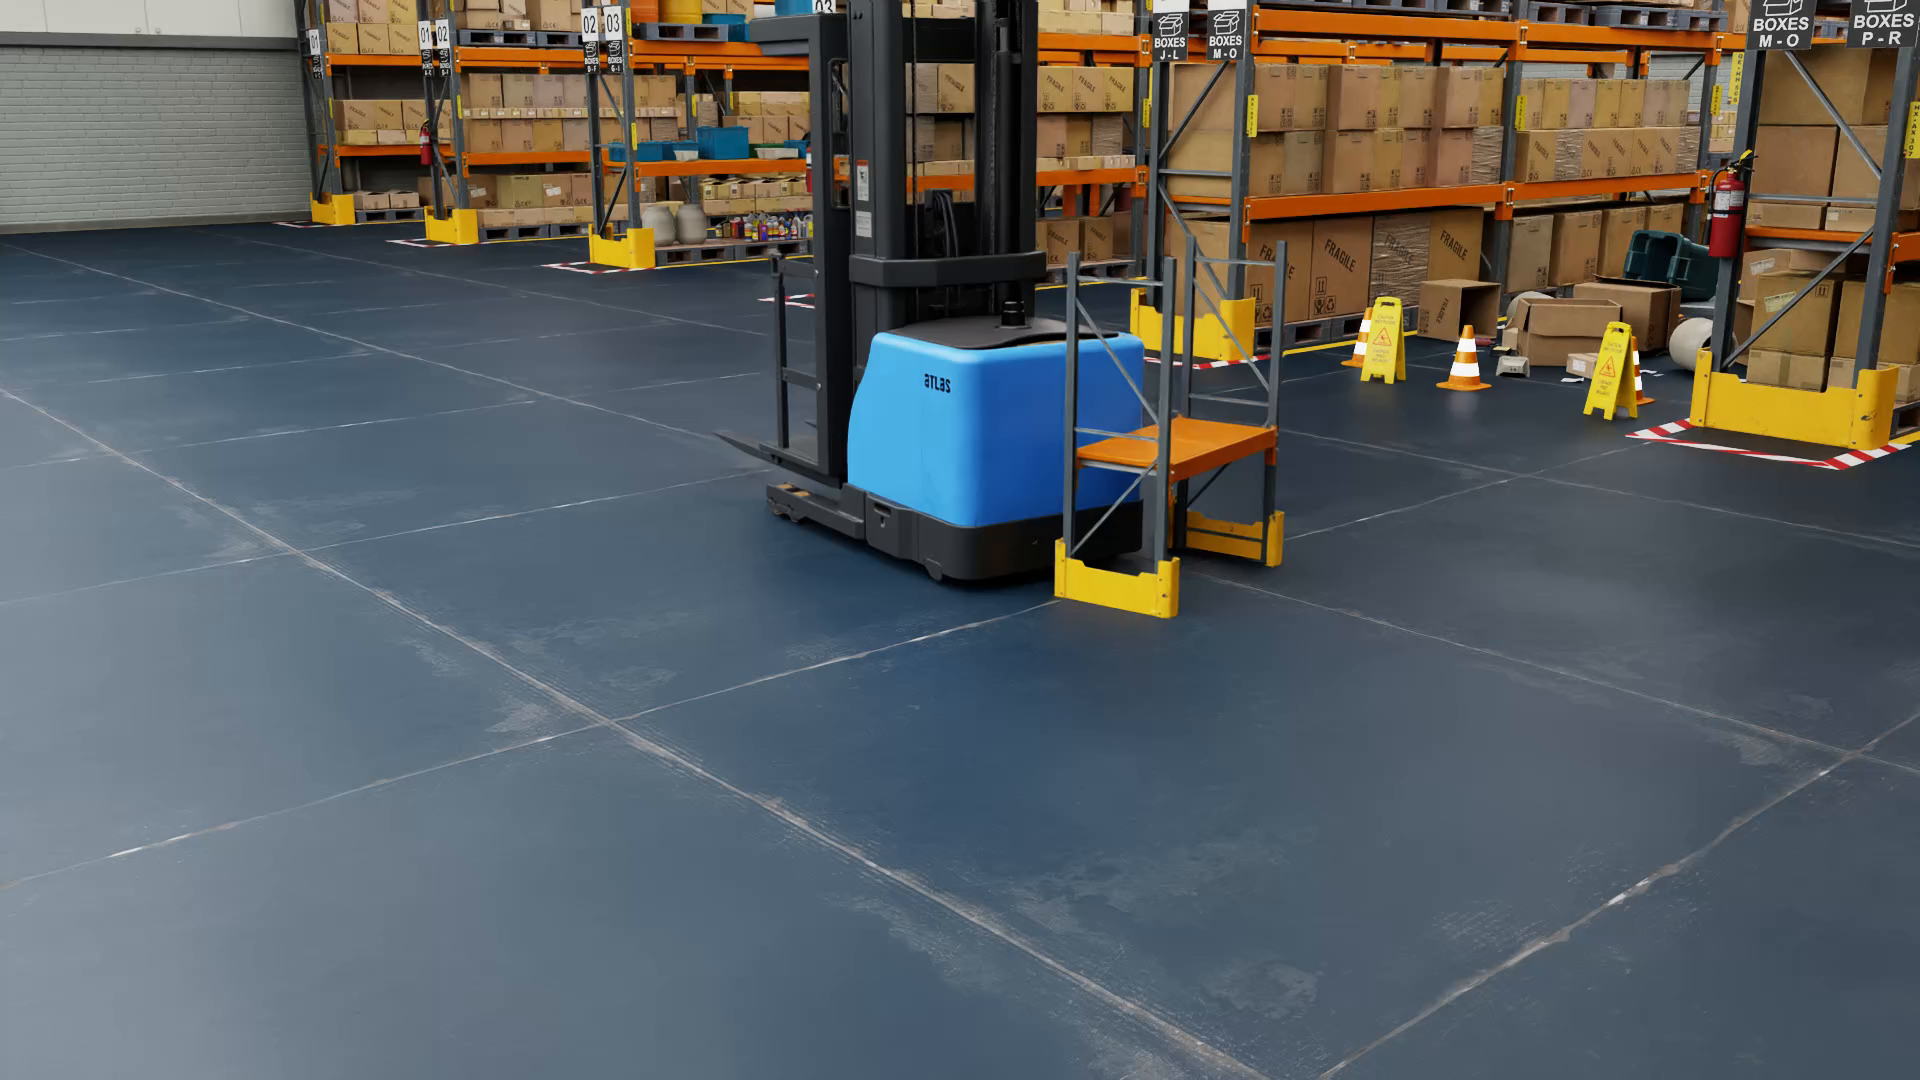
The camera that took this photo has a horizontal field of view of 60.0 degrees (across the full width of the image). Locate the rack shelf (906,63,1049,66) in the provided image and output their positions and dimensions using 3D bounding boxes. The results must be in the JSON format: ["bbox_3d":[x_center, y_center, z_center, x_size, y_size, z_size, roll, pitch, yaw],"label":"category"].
[{"bbox_3d":[-0.137,-8.782,30.897,4.000,0.370,1.077,-13,19,-39],"label":"rack shelf"}]

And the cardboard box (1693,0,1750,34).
[{"bbox_3d":[8.639,-5.972,18.790,0.500,0.500,0.500,-13,19,-39],"label":"cardboard box"}]

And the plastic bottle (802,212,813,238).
[{"bbox_3d":[-2.100,-4.380,23.114,0.185,0.351,0.144,-13,20,-40],"label":"plastic bottle"}]

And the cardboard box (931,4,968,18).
[{"bbox_3d":[-0.263,-5.554,17.708,0.500,0.250,0.500,-13,20,-41],"label":"cardboard box"}]

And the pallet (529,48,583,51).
[{"bbox_3d":[-7.382,-9.070,30.945,1.003,0.211,1.213,-13,19,-39],"label":"pallet"}]

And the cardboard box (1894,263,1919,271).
[{"bbox_3d":[6.534,-1.725,11.955,0.500,0.500,0.500,-13,20,-41],"label":"cardboard box"}]

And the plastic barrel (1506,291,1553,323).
[{"bbox_3d":[5.168,-2.017,14.980,0.421,0.421,0.512,0,15,-1],"label":"plastic barrel"}]

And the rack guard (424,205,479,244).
[{"bbox_3d":[-7.699,-4.775,25.157,0.348,0.500,1.175,-13,19,-39],"label":"rack guard"}]

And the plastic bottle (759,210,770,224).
[{"bbox_3d":[-2.759,-4.472,23.460,0.185,0.351,0.144,-13,20,-40],"label":"plastic bottle"}]

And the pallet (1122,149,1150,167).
[{"bbox_3d":[2.509,-4.743,20.567,1.213,0.211,1.003,-13,19,-39],"label":"pallet"}]

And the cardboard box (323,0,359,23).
[{"bbox_3d":[-10.485,-8.958,27.993,0.500,0.500,0.500,14,21,43],"label":"cardboard box"}]

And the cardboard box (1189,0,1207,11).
[{"bbox_3d":[2.966,-6.657,20.533,0.637,0.503,0.797,-12,19,-37],"label":"cardboard box"}]

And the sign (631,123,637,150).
[{"bbox_3d":[-4.074,-5.047,20.798,0.005,0.325,0.100,-13,19,-39],"label":"sign"}]

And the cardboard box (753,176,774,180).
[{"bbox_3d":[-3.398,-6.192,29.046,0.500,0.311,0.500,-13,20,-40],"label":"cardboard box"}]

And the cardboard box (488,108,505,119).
[{"bbox_3d":[-7.046,-6.418,25.014,0.250,0.149,0.380,-13,20,-41],"label":"cardboard box"}]

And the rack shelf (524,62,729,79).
[{"bbox_3d":[-6.409,-9.068,31.968,4.000,0.370,1.077,-13,19,-39],"label":"rack shelf"}]

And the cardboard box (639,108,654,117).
[{"bbox_3d":[-5.112,-6.852,26.638,0.250,0.149,0.380,-13,20,-41],"label":"cardboard box"}]

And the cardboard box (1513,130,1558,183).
[{"bbox_3d":[5.590,-3.837,16.609,0.500,0.500,0.500,-12,19,-39],"label":"cardboard box"}]

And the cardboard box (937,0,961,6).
[{"bbox_3d":[-0.200,-5.752,17.679,0.250,0.149,0.380,-12,19,-37],"label":"cardboard box"}]

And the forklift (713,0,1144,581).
[{"bbox_3d":[-0.359,-1.561,8.413,1.130,2.935,3.031,-9,18,-31],"label":"forklift"}]

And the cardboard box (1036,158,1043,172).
[{"bbox_3d":[0.726,-4.269,18.905,0.250,0.149,0.380,-13,19,-39],"label":"cardboard box"}]

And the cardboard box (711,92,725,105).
[{"bbox_3d":[-4.729,-8.997,33.857,0.500,0.250,0.500,-12,19,-38],"label":"cardboard box"}]

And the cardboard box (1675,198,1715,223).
[{"bbox_3d":[8.713,-3.857,19.454,0.500,0.250,0.500,-14,20,-42],"label":"cardboard box"}]

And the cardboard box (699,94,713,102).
[{"bbox_3d":[-5.141,-8.815,33.137,0.380,0.149,0.250,13,20,40],"label":"cardboard box"}]

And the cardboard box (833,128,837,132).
[{"bbox_3d":[-2.448,-7.185,29.509,0.500,0.311,0.500,-13,20,-40],"label":"cardboard box"}]

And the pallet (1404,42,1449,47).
[{"bbox_3d":[6.147,-7.080,23.496,1.213,0.211,1.003,-12,19,-37],"label":"pallet"}]

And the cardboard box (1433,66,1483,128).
[{"bbox_3d":[4.377,-4.175,15.684,0.550,0.550,0.875,-13,19,-39],"label":"cardboard box"}]

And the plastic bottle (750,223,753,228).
[{"bbox_3d":[-2.926,-4.318,23.174,0.097,0.201,0.097,0,15,0],"label":"plastic bottle"}]

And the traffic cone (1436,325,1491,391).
[{"bbox_3d":[3.817,-1.385,12.538,0.334,0.463,0.336,-13,19,-39],"label":"traffic cone"}]

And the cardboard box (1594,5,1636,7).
[{"bbox_3d":[6.966,-5.893,17.970,0.500,0.250,0.500,-12,19,-38],"label":"cardboard box"}]

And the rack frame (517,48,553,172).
[{"bbox_3d":[-7.918,-7.628,30.994,0.127,3.000,1.000,-13,19,-39],"label":"rack frame"}]

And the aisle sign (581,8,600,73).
[{"bbox_3d":[-4.681,-6.323,21.072,0.004,0.787,0.394,-13,19,-39],"label":"aisle sign"}]

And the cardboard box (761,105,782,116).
[{"bbox_3d":[-3.965,-8.627,33.924,0.500,0.500,0.500,-12,19,-38],"label":"cardboard box"}]

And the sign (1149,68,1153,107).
[{"bbox_3d":[1.653,-3.856,14.172,0.005,0.325,0.100,-13,19,-39],"label":"sign"}]

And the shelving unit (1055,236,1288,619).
[{"bbox_3d":[0.965,-0.546,7.387,0.587,1.500,1.083,11,18,35],"label":"shelving unit"}]

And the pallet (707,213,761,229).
[{"bbox_3d":[-4.133,-5.449,28.242,1.213,0.211,1.003,-13,19,-39],"label":"pallet"}]

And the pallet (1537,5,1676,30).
[{"bbox_3d":[6.741,-5.478,17.501,1.213,0.211,1.003,-12,19,-37],"label":"pallet"}]

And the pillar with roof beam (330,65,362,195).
[{"bbox_3d":[-8.149,-9.298,25.620,0.400,9.000,9.100,-13,19,-39],"label":"pillar with roof beam"}]

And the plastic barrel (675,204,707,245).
[{"bbox_3d":[-3.608,-4.234,22.295,0.421,0.512,0.421,0,15,0],"label":"plastic barrel"}]

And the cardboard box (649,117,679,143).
[{"bbox_3d":[-4.994,-6.636,27.087,0.500,0.500,0.700,-13,20,-41],"label":"cardboard box"}]

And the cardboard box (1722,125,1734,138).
[{"bbox_3d":[8.734,-4.744,19.295,0.250,0.149,0.380,-11,19,-37],"label":"cardboard box"}]

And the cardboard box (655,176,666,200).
[{"bbox_3d":[-5.219,-5.883,27.524,0.500,0.500,0.500,-13,19,-39],"label":"cardboard box"}]

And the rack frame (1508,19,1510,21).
[{"bbox_3d":[7.872,-8.989,24.463,0.127,3.000,1.000,-13,19,-39],"label":"rack frame"}]

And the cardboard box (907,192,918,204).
[{"bbox_3d":[-1.115,-6.368,30.269,0.500,0.500,0.500,-12,19,-37],"label":"cardboard box"}]

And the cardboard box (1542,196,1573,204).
[{"bbox_3d":[9.101,-5.515,26.389,0.875,0.875,0.875,-13,19,-39],"label":"cardboard box"}]

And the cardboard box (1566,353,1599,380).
[{"bbox_3d":[4.987,-1.366,13.075,0.250,0.149,0.380,-3,15,-11],"label":"cardboard box"}]

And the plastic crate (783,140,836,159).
[{"bbox_3d":[-2.071,-5.387,22.893,0.616,0.251,0.499,-13,19,-39],"label":"plastic crate"}]

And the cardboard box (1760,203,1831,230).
[{"bbox_3d":[5.466,-2.112,10.830,0.250,0.149,0.380,-12,19,-38],"label":"cardboard box"}]

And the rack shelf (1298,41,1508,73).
[{"bbox_3d":[6.363,-6.853,23.675,4.000,0.370,1.077,-13,19,-39],"label":"rack shelf"}]

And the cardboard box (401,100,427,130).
[{"bbox_3d":[-9.605,-7.440,29.091,0.500,0.500,0.500,-13,20,-41],"label":"cardboard box"}]

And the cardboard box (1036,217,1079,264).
[{"bbox_3d":[1.082,-3.572,19.839,0.500,0.500,0.500,-6,16,-22],"label":"cardboard box"}]

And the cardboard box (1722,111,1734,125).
[{"bbox_3d":[8.711,-4.885,19.247,0.250,0.149,0.380,-13,20,-41],"label":"cardboard box"}]

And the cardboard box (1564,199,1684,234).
[{"bbox_3d":[7.515,-3.460,18.937,0.750,0.750,1.050,-13,20,-40],"label":"cardboard box"}]

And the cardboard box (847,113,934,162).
[{"bbox_3d":[-0.748,-4.337,17.905,0.500,0.500,0.875,-13,19,-39],"label":"cardboard box"}]
